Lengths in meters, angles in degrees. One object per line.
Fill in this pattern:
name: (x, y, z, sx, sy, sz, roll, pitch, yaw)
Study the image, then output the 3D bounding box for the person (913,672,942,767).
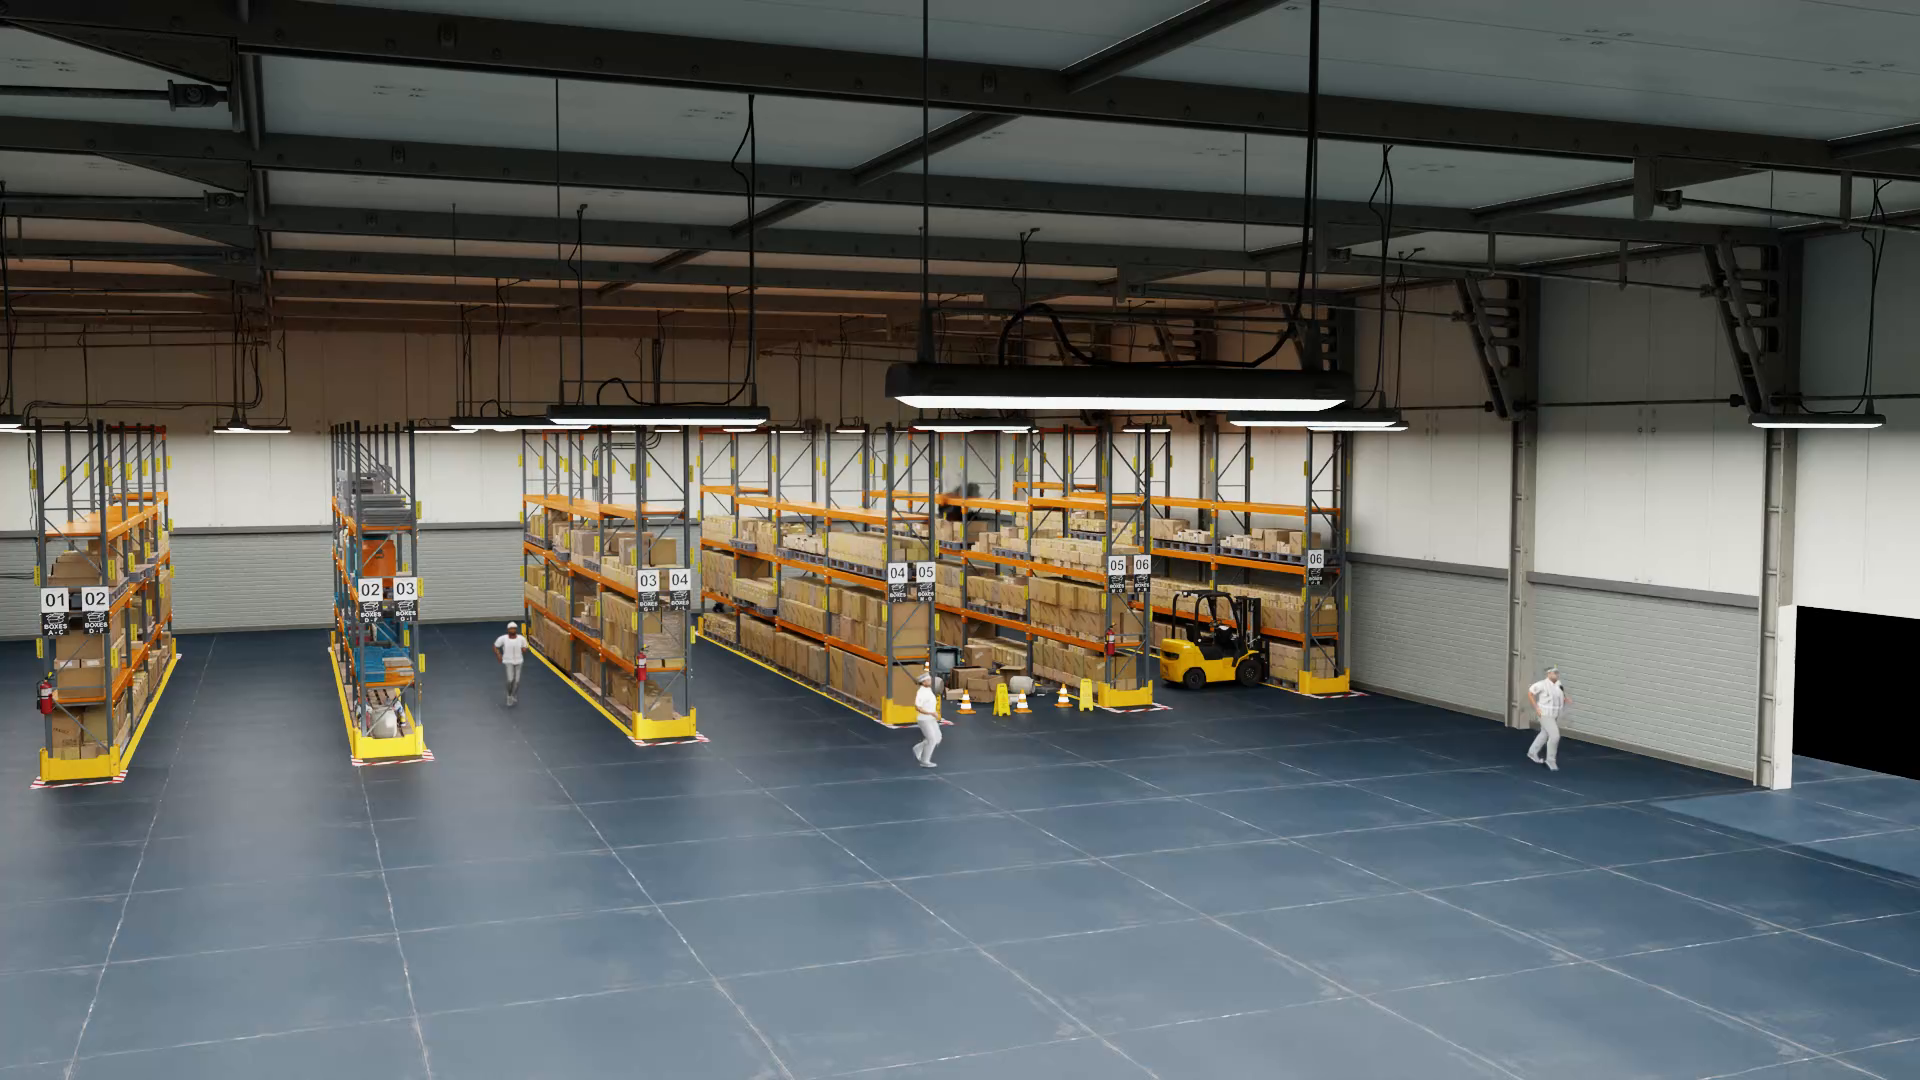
person: (-0.574, 3.097, 28.760, 0.578, 1.651, 0.572, 1, 4, 19)

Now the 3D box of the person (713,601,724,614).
person: (-7.158, 1.832, 49.465, 0.817, 1.583, 0.555, 1, 4, 10)

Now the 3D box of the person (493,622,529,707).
person: (-9.483, 2.645, 35.283, 0.675, 1.805, 0.689, -2, 4, -29)

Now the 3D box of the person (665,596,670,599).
person: (-8.600, 1.957, 47.375, 0.597, 1.620, 0.560, 1, 4, 10)

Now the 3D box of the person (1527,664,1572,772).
person: (10.161, 3.047, 28.725, 0.650, 1.849, 0.810, -3, 5, -40)
